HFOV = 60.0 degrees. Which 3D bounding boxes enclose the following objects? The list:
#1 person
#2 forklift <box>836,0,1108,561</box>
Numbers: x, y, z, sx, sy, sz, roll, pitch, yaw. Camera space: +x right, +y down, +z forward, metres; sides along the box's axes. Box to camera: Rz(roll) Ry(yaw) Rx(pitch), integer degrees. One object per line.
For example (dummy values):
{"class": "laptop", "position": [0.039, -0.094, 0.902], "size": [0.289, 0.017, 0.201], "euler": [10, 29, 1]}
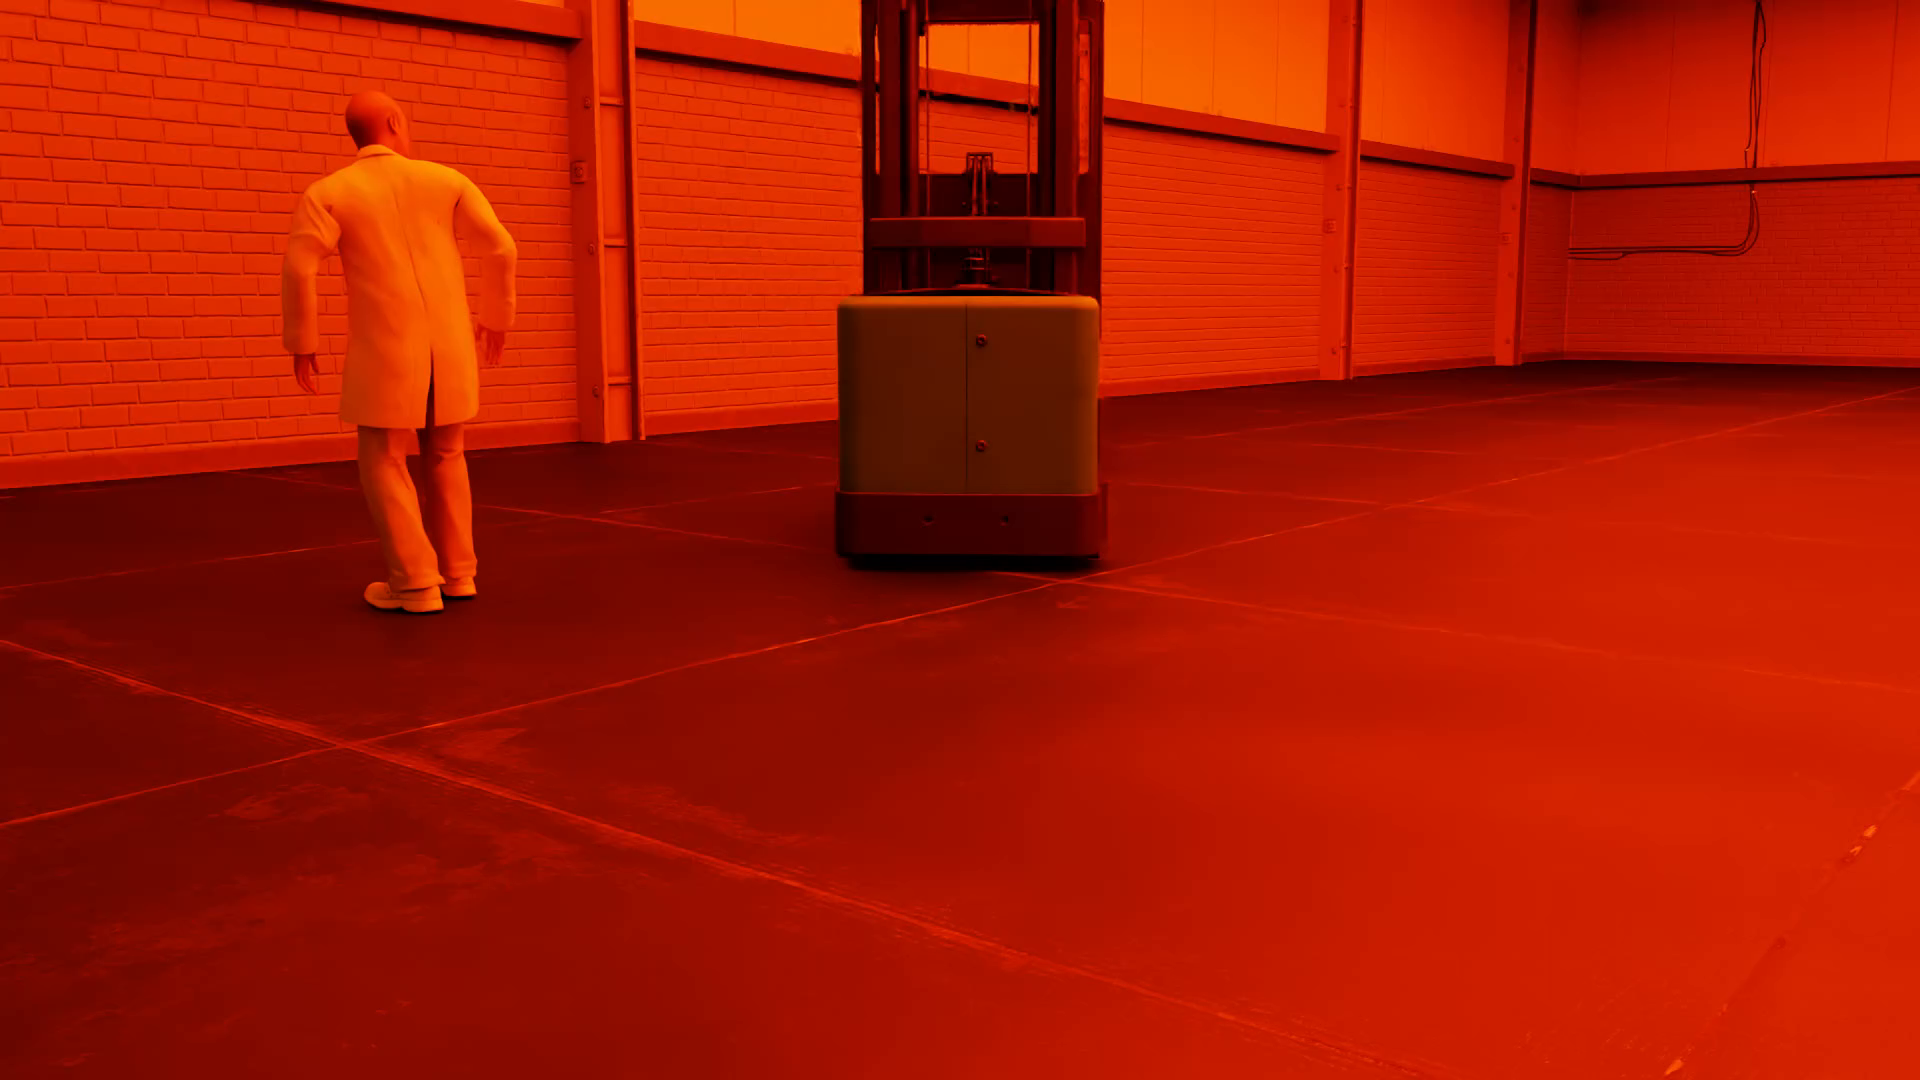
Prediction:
{"class": "person", "position": [-1.957, -0.647, 5.763], "size": [0.800, 1.760, 0.558], "euler": [-7, 11, -39]}
{"class": "forklift", "position": [0.117, -1.539, 7.800], "size": [1.130, 2.935, 3.031], "euler": [1, 8, 3]}
